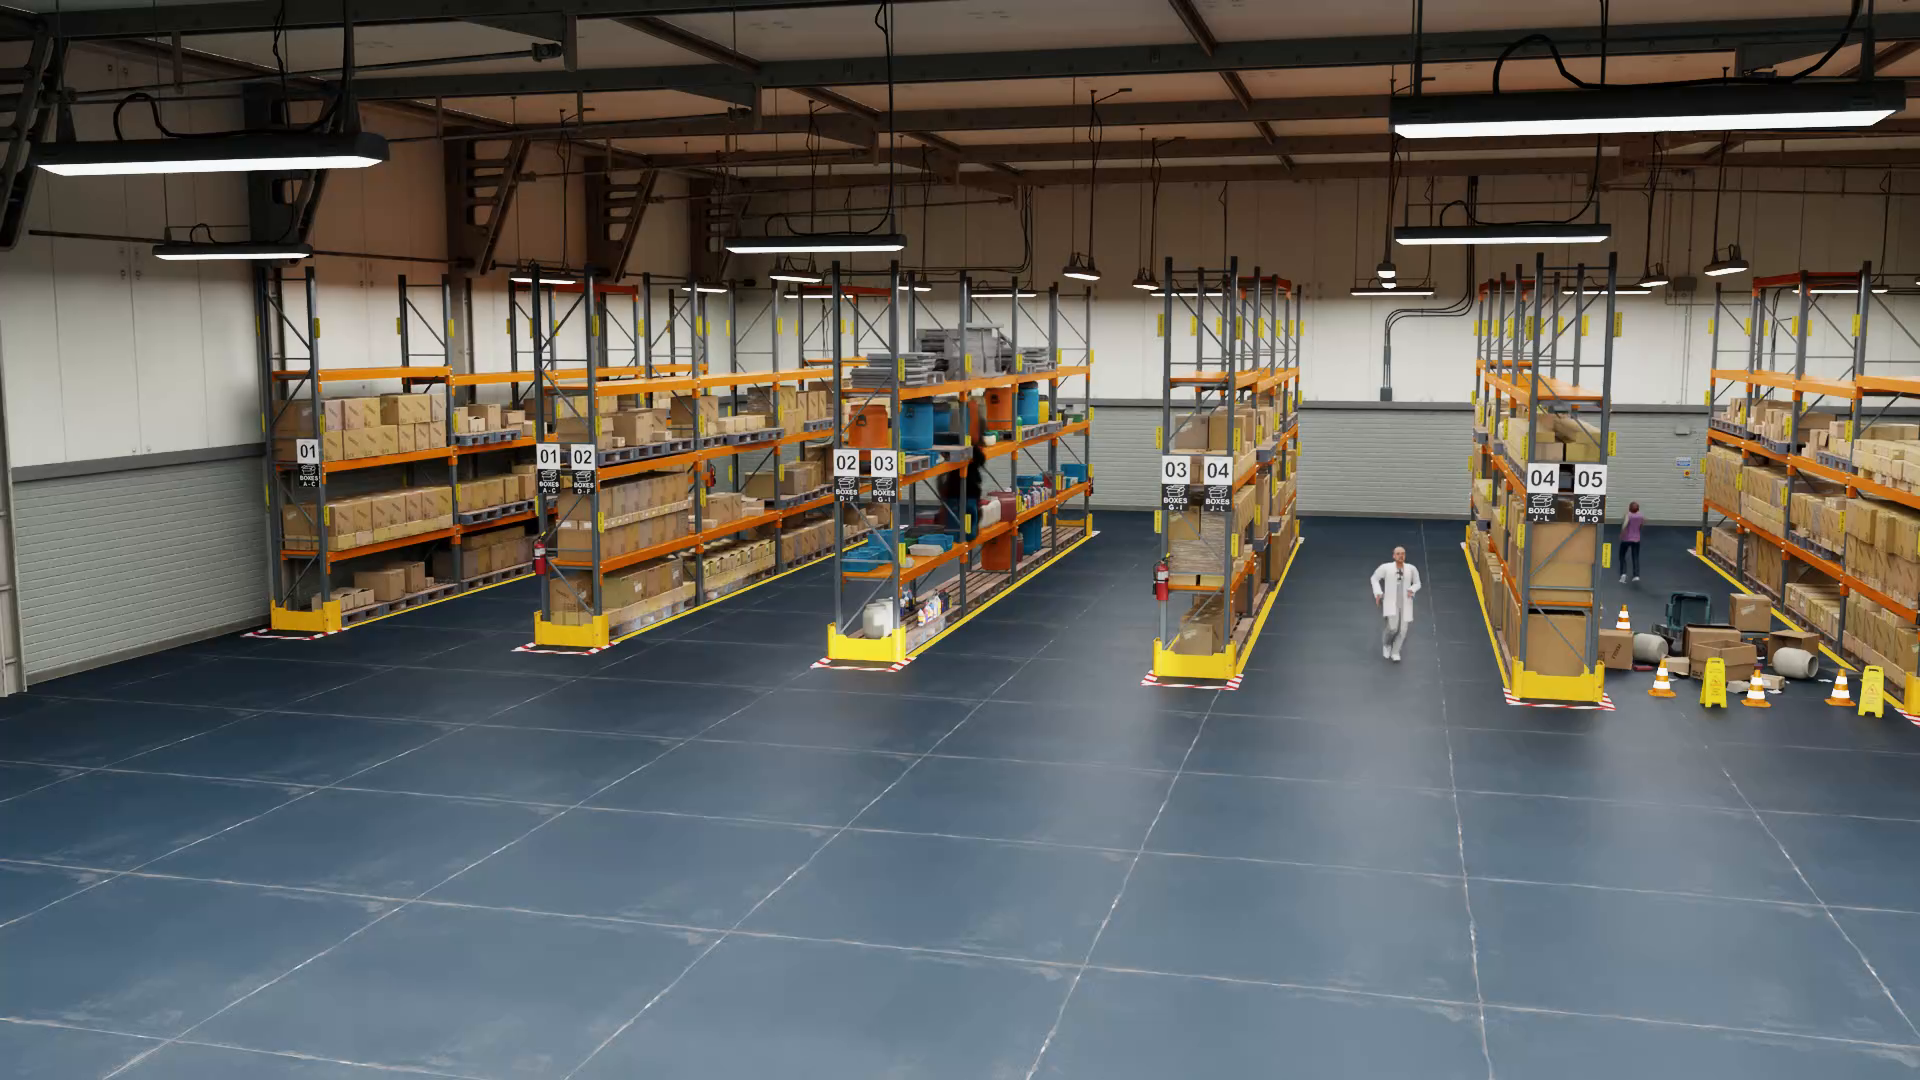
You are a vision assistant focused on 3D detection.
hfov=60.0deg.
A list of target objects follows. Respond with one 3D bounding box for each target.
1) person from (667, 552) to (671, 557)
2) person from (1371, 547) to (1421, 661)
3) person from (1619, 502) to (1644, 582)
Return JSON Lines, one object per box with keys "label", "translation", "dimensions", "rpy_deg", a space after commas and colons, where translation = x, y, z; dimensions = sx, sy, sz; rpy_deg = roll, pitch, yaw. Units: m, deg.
{"label": "person", "translation": [-5.983, -0.139, 33.740], "dimensions": [0.672, 1.823, 0.762], "rpy_deg": [2, 8, 16]}
{"label": "person", "translation": [6.567, 0.973, 24.944], "dimensions": [0.704, 1.734, 0.653], "rpy_deg": [0, 7, 1]}
{"label": "person", "translation": [13.208, 0.058, 32.737], "dimensions": [0.504, 1.638, 0.711], "rpy_deg": [0, 7, 4]}
